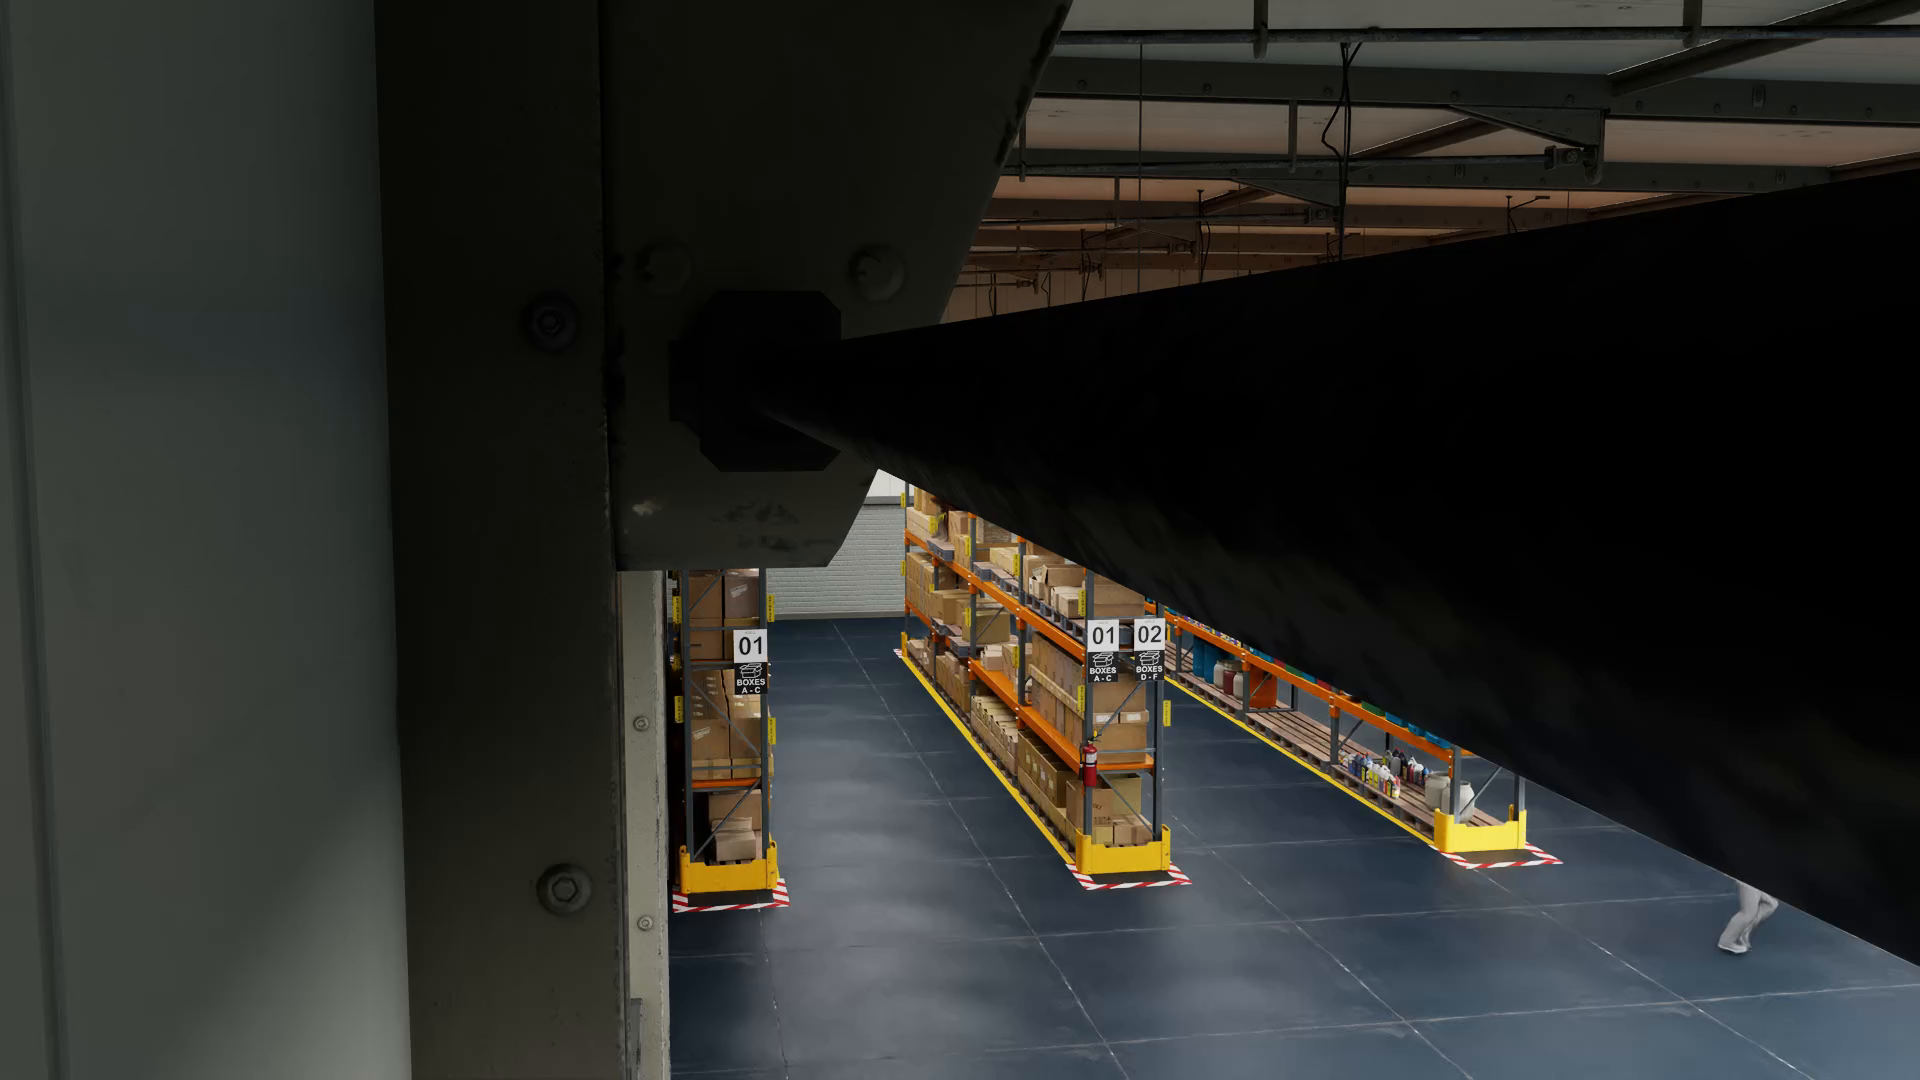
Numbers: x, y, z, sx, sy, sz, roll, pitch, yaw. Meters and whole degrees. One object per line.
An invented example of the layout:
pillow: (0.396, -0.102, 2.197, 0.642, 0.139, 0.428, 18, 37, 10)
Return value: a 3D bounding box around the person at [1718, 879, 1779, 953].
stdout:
person: (8.552, 3.632, 17.920, 0.649, 1.671, 0.549, 2, 6, 19)
